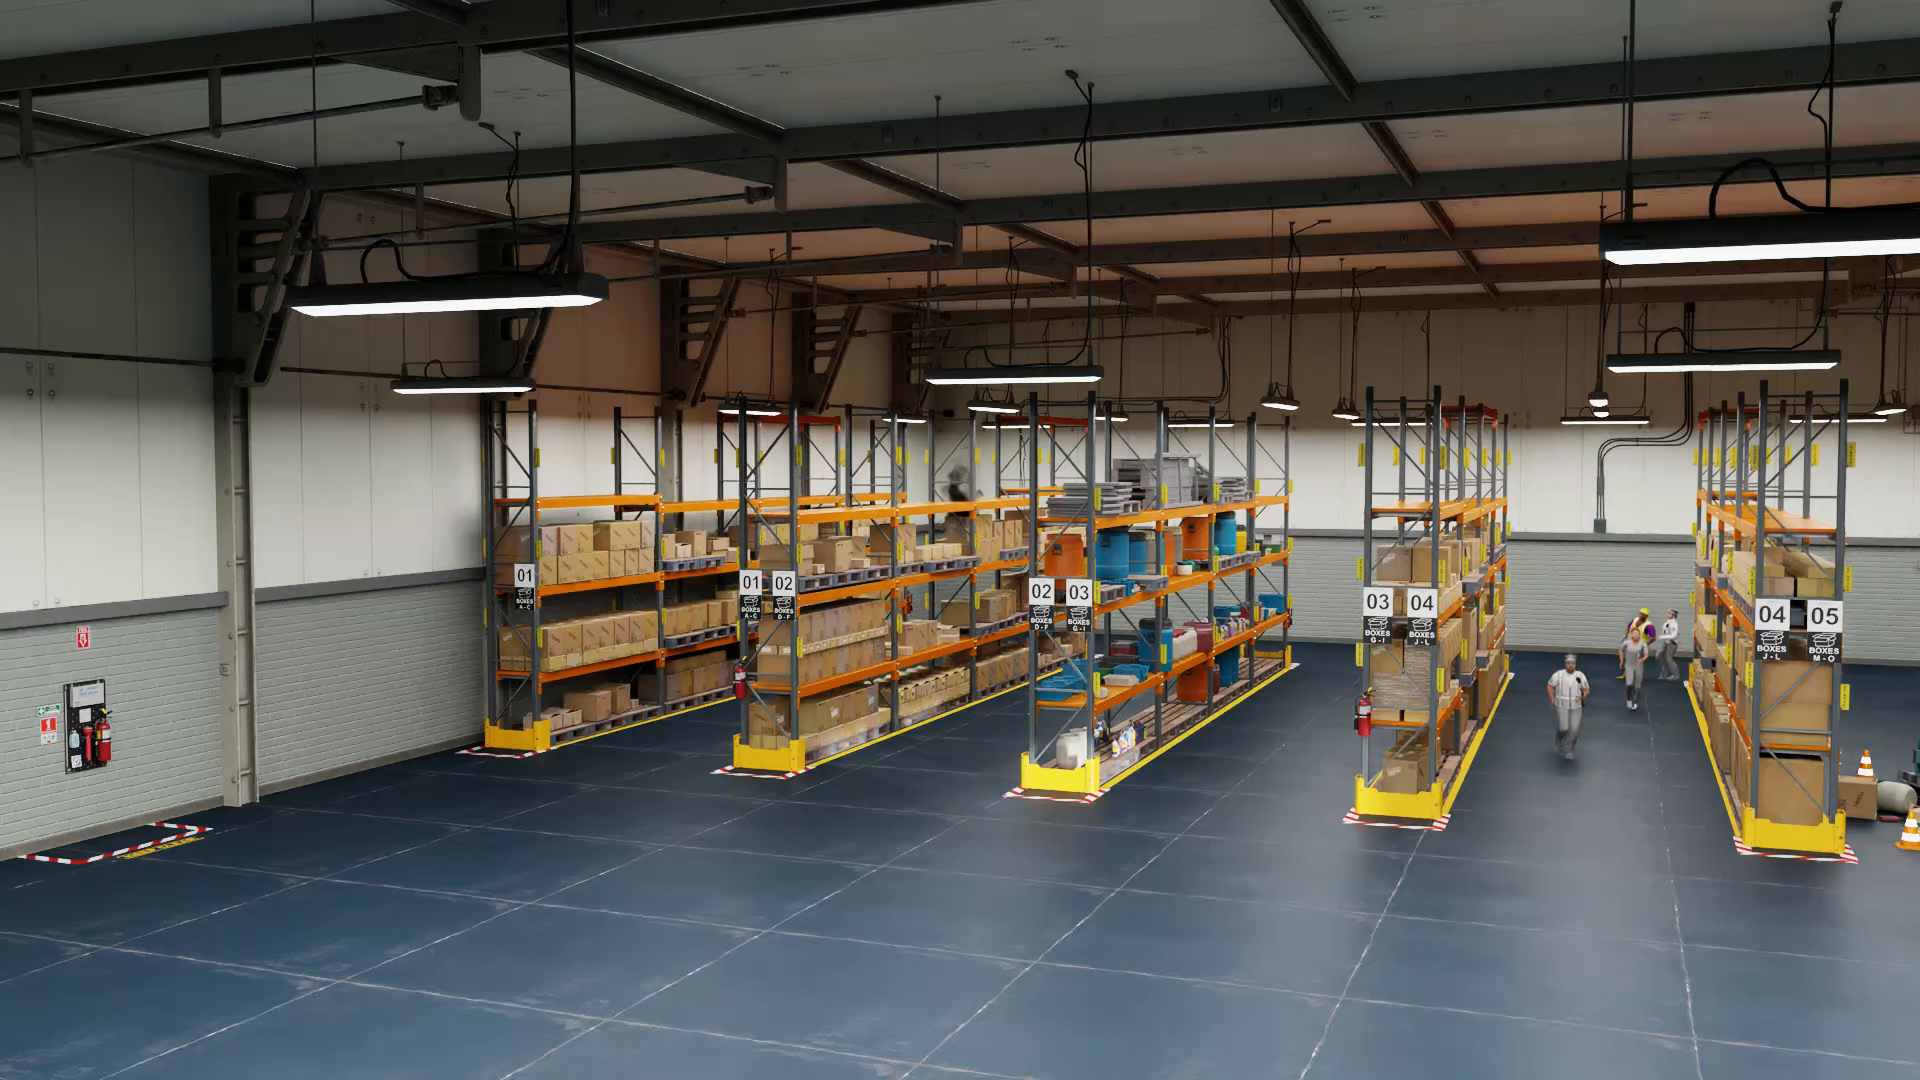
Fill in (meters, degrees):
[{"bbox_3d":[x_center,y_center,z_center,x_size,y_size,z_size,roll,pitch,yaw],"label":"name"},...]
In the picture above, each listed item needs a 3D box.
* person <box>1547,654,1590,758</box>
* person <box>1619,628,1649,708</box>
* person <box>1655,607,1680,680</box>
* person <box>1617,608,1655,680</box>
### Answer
[{"bbox_3d":[10.139,2.768,27.682,0.657,1.743,0.590,1,3,13],"label":"person"},{"bbox_3d":[13.346,2.551,32.938,0.538,1.618,0.703,1,3,20],"label":"person"},{"bbox_3d":[15.900,2.345,37.251,0.614,1.688,0.603,0,3,-6],"label":"person"},{"bbox_3d":[15.197,2.335,37.308,0.597,1.654,0.862,-2,3,-36],"label":"person"}]
